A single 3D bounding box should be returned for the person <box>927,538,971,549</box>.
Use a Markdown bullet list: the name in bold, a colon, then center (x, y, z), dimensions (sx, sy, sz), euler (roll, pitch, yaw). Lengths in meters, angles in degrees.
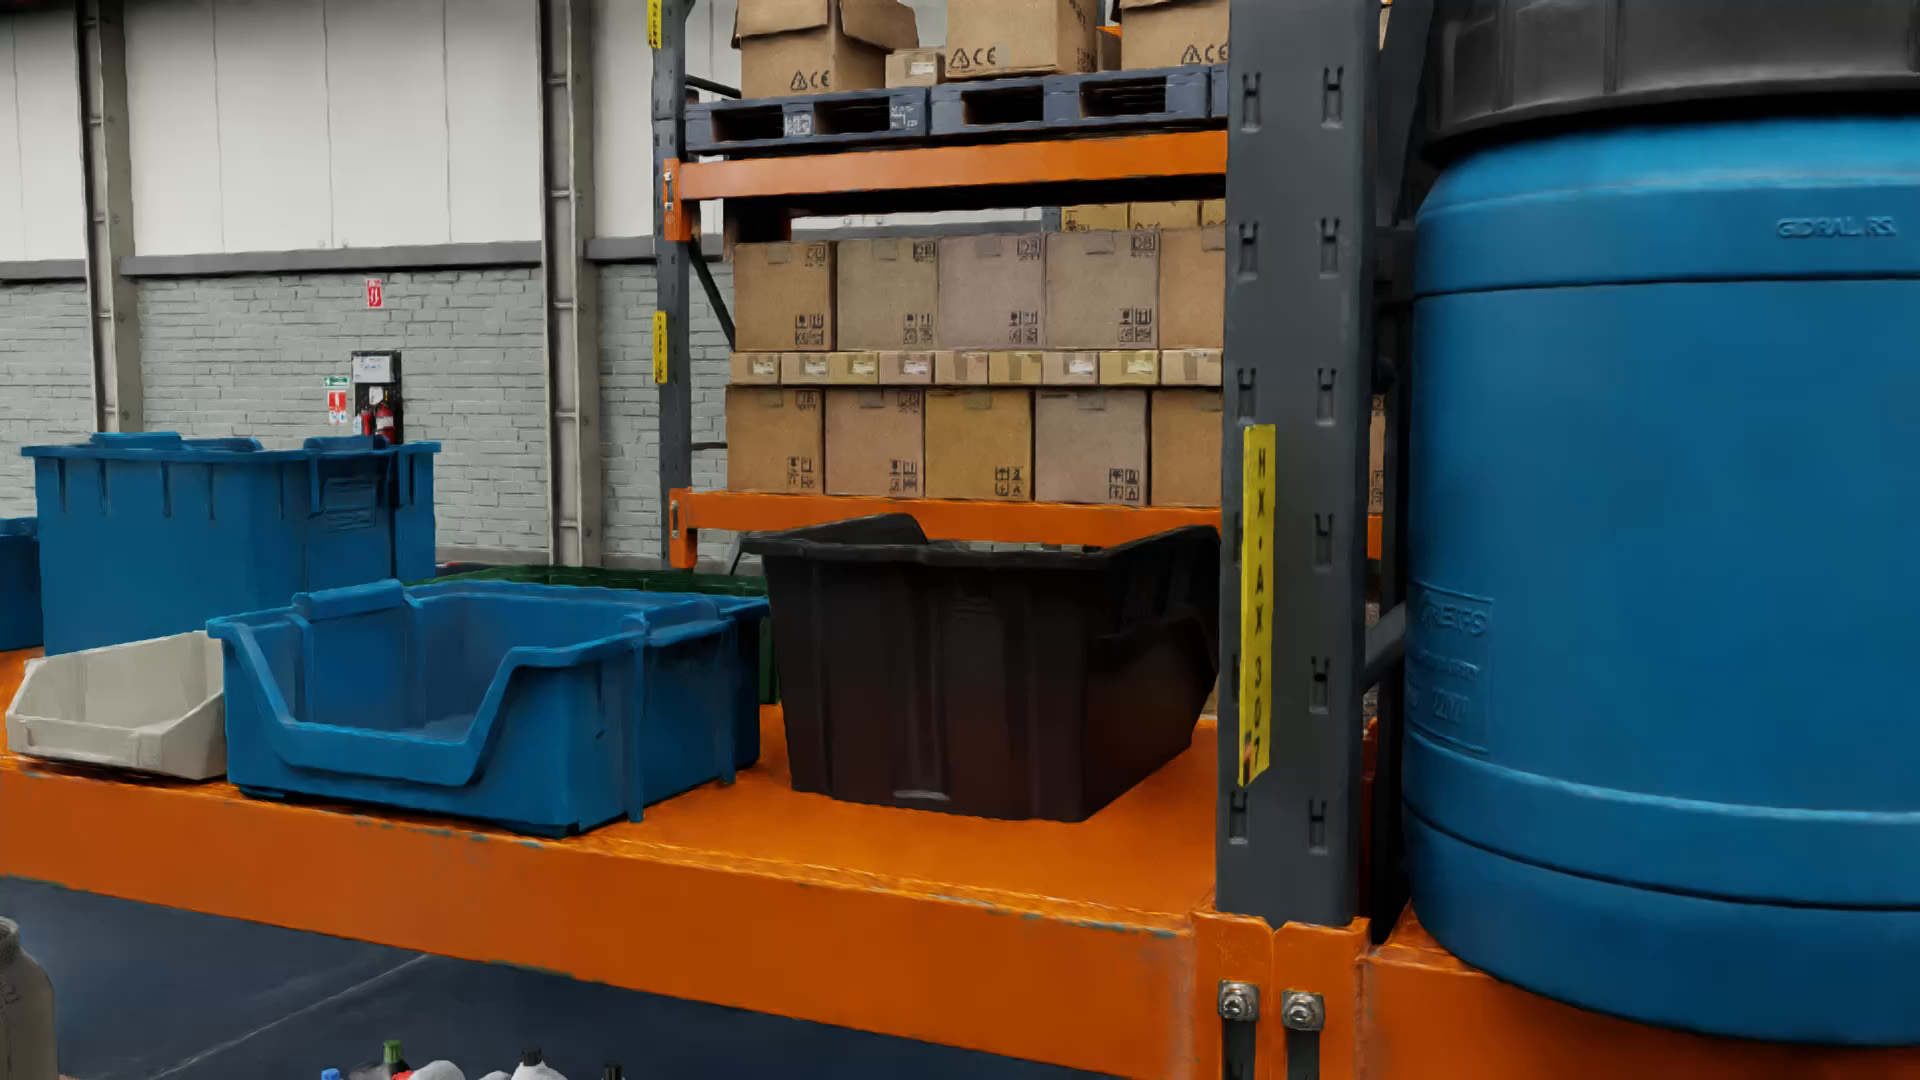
- **person**: center (-0.135, -0.105, 11.182), dimensions (0.524, 1.654, 0.492), euler (-3, 6, -29)
